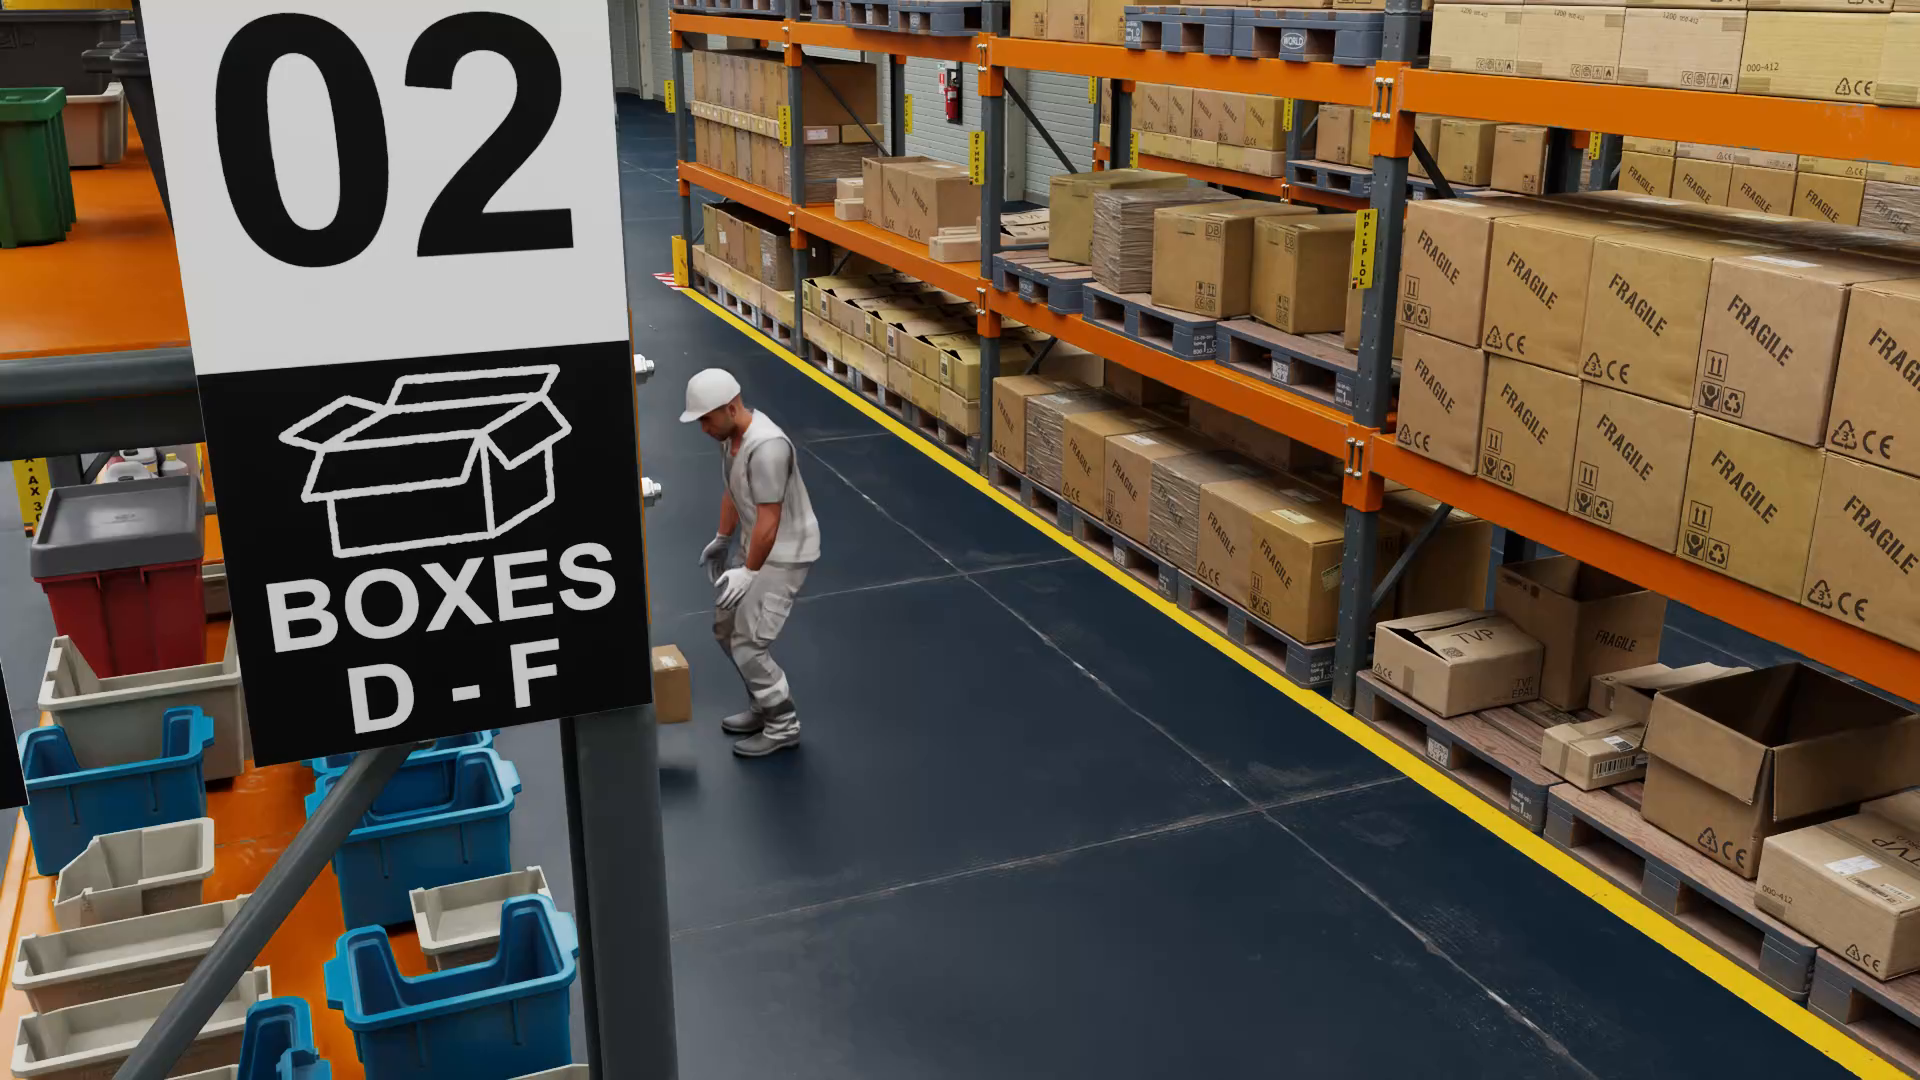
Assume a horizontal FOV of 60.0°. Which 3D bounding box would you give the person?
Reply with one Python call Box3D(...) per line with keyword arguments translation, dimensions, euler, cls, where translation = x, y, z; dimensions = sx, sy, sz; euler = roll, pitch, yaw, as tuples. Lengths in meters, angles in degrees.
Box3D(translation=(-0.864, 0.087, 6.962), dimensions=(0.558, 1.666, 0.560), euler=(-7, 20, -21), cls="person")
